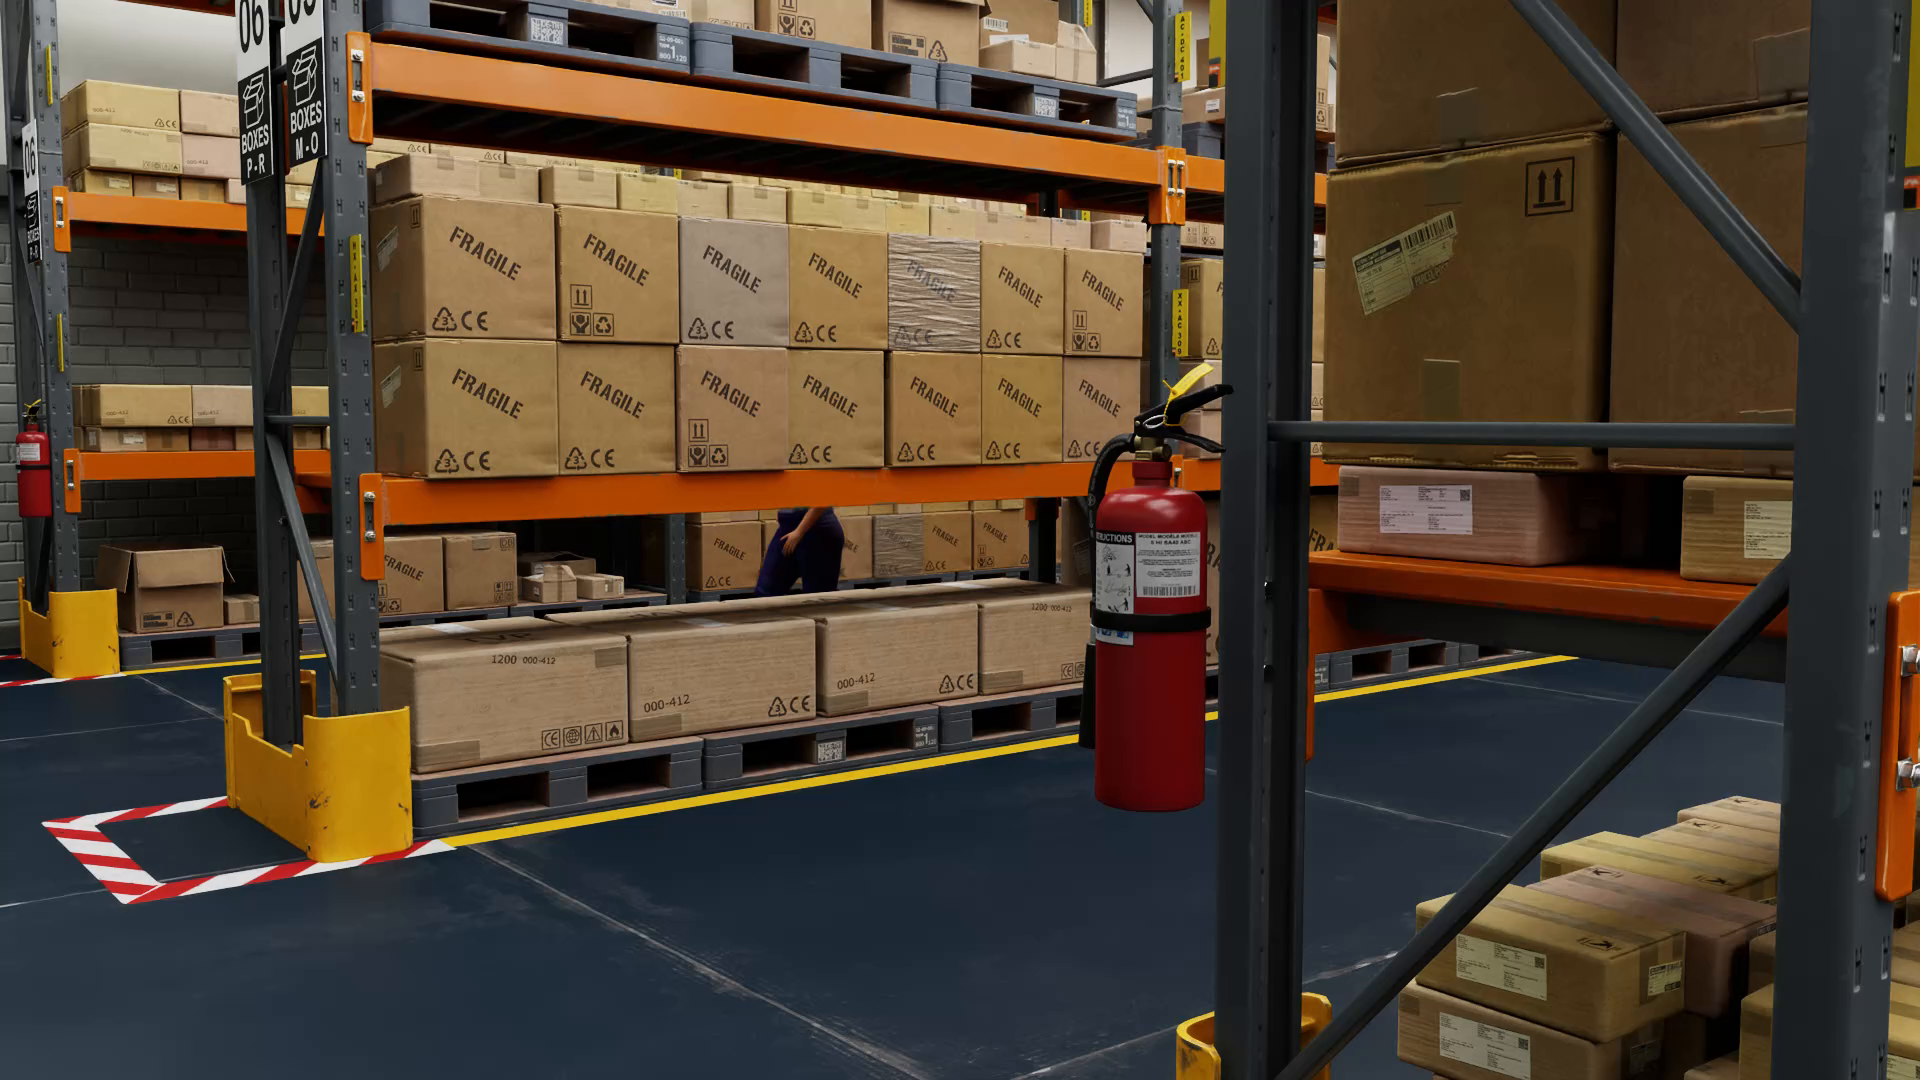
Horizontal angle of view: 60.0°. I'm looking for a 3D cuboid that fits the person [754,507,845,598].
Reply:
[{"bbox_3d":[-0.982,-0.004,9.412,0.830,1.623,0.531,-3,5,-33],"label":"person"}]
